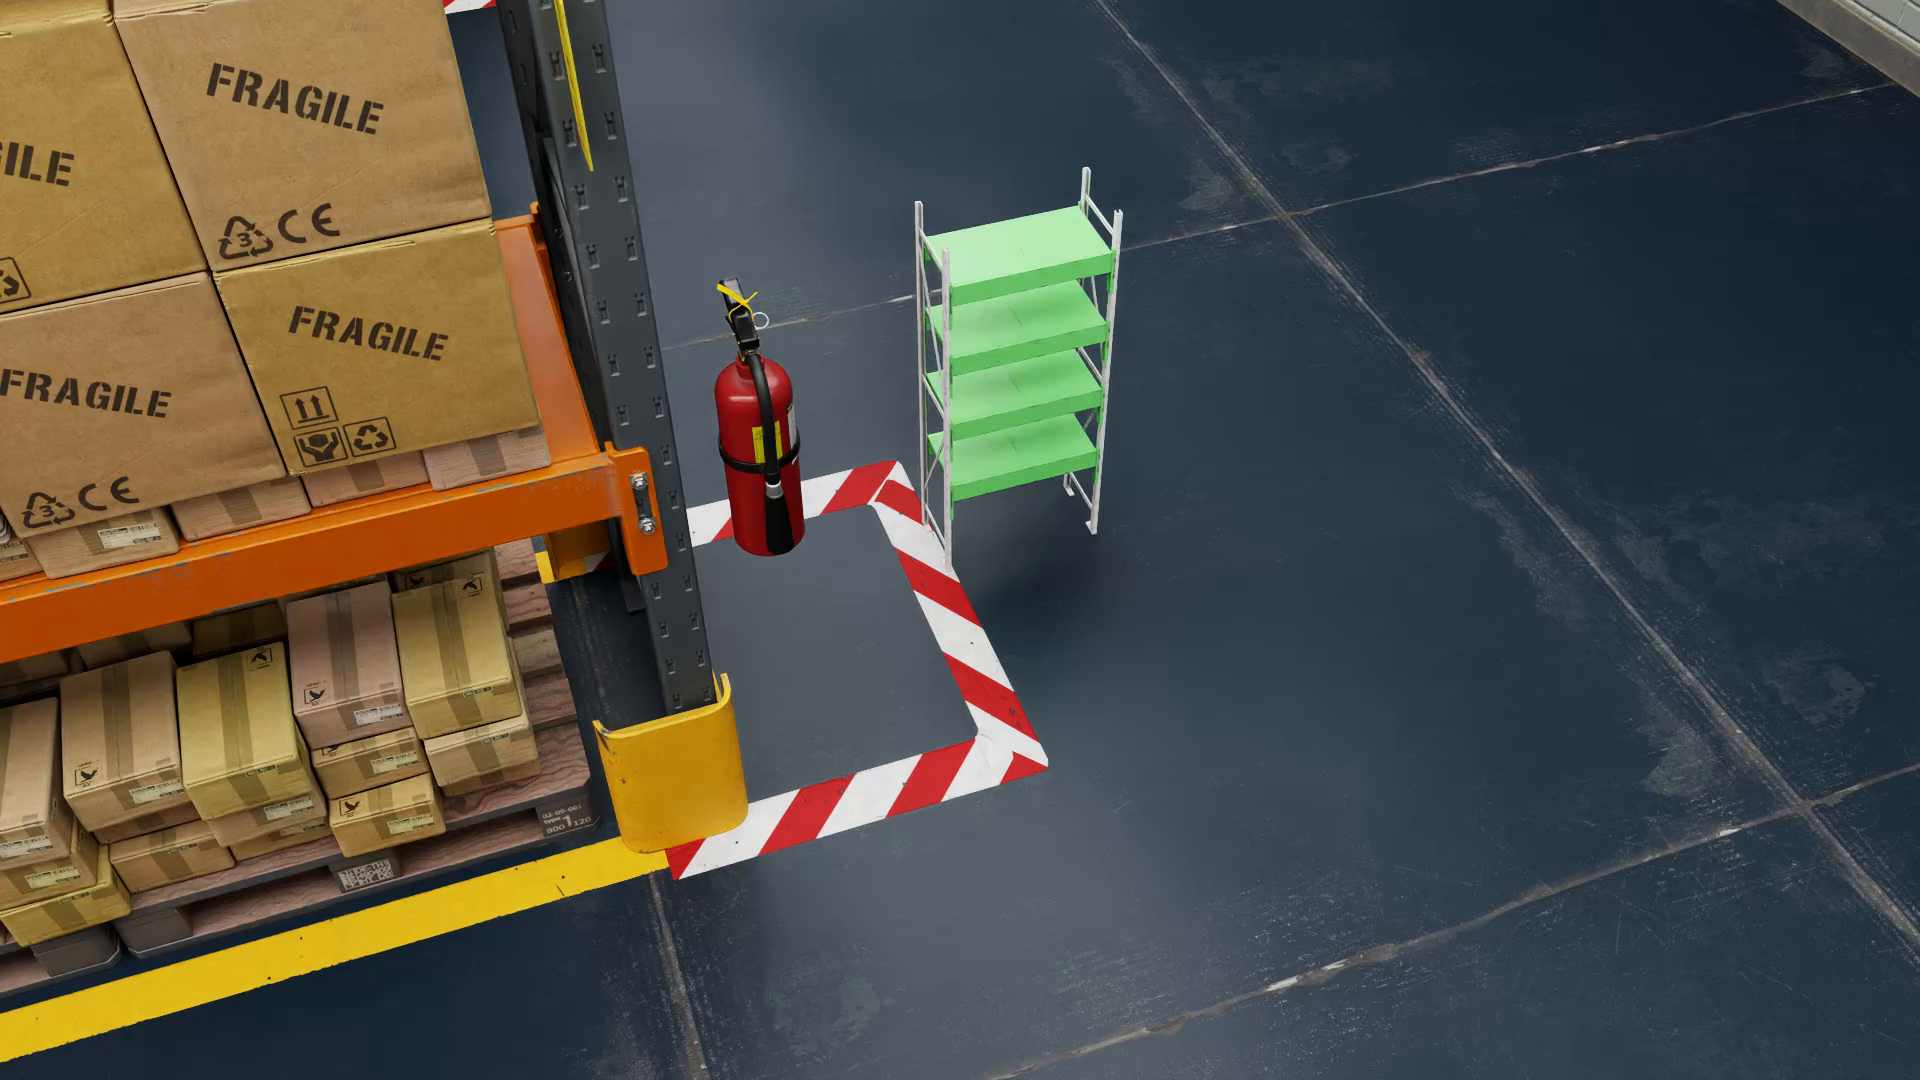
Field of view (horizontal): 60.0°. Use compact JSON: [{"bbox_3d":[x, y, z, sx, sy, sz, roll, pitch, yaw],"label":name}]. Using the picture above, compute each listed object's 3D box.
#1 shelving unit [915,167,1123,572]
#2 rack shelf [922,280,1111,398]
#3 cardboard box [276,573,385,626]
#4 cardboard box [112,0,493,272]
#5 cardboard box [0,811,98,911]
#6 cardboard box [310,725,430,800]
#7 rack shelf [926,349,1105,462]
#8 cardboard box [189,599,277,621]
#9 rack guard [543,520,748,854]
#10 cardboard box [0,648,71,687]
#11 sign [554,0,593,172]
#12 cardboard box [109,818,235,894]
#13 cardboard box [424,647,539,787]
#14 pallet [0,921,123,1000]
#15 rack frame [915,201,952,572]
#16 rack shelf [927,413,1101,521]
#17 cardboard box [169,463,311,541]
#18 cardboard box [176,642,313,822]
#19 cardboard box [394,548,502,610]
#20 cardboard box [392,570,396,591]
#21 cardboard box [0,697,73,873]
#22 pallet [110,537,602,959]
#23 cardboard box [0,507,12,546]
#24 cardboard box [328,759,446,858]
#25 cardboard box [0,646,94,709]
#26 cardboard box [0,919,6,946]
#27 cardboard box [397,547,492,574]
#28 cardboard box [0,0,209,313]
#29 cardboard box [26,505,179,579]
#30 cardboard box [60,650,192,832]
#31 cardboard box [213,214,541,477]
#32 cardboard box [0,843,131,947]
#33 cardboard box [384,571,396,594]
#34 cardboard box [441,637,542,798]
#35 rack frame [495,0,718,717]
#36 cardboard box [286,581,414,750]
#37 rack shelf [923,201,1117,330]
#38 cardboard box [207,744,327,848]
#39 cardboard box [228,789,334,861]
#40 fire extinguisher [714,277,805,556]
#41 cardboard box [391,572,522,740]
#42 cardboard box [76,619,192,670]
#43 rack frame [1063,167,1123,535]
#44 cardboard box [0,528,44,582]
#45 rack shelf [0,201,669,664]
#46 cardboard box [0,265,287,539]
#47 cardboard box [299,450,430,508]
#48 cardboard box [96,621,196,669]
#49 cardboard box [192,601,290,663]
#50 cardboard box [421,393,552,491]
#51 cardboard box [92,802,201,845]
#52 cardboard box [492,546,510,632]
[{"bbox_3d":[0.156,-0.463,4.865,0.503,1.200,0.258,-14,47,-14],"label":"shelving unit"},{"bbox_3d":[0.156,-0.588,4.740,0.480,0.148,0.258,-14,47,-14],"label":"rack shelf"},{"bbox_3d":[-1.672,0.034,4.395,0.250,0.149,0.380,-14,47,-13],"label":"cardboard box"},{"bbox_3d":[-1.191,-0.878,3.021,0.500,0.500,0.500,-15,47,-15],"label":"cardboard box"},{"bbox_3d":[-2.215,0.669,3.972,0.250,0.149,0.380,-14,47,-13],"label":"cardboard box"},{"bbox_3d":[-1.509,0.437,4.203,0.250,0.149,0.380,-15,47,-15],"label":"cardboard box"},{"bbox_3d":[0.156,-0.418,4.910,0.480,0.148,0.258,-14,47,-14],"label":"rack shelf"},{"bbox_3d":[-1.952,0.009,4.420,0.250,0.149,0.380,-14,47,-14],"label":"cardboard box"},{"bbox_3d":[-0.916,0.240,4.658,0.348,0.500,1.175,-14,47,-14],"label":"rack guard"},{"bbox_3d":[-2.421,0.184,4.245,0.250,0.149,0.380,-13,46,-12],"label":"cardboard box"},{"bbox_3d":[-0.675,-0.806,2.895,0.005,0.325,0.100,-14,47,-14],"label":"sign"},{"bbox_3d":[-1.982,0.667,4.184,0.250,0.149,0.380,-14,47,-13],"label":"cardboard box"},{"bbox_3d":[-1.244,0.410,4.230,0.250,0.149,0.380,-16,47,-15],"label":"cardboard box"},{"bbox_3d":[-2.838,0.805,4.299,1.213,0.211,1.003,-14,47,-14],"label":"pallet"},{"bbox_3d":[-0.074,-0.405,4.806,0.015,1.200,0.240,-14,47,-14],"label":"rack frame"},{"bbox_3d":[0.156,-0.249,5.080,0.480,0.148,0.258,-14,47,-14],"label":"rack shelf"},{"bbox_3d":[-1.533,-0.200,3.509,0.250,0.149,0.380,-15,47,-14],"label":"cardboard box"},{"bbox_3d":[-1.713,0.453,3.977,0.250,0.149,0.380,-15,47,-15],"label":"cardboard box"},{"bbox_3d":[-1.425,0.047,4.591,0.250,0.149,0.380,-13,46,-12],"label":"cardboard box"},{"bbox_3d":[-1.665,0.228,4.622,0.250,0.149,0.380,-15,47,-14],"label":"cardboard box"},{"bbox_3d":[-2.212,0.574,3.856,0.250,0.149,0.380,-13,46,-12],"label":"cardboard box"},{"bbox_3d":[-1.693,0.514,4.589,1.213,0.211,1.003,-14,47,-14],"label":"pallet"},{"bbox_3d":[-2.140,-0.273,3.123,0.500,0.500,0.500,-14,47,-14],"label":"cardboard box"},{"bbox_3d":[-1.477,0.592,4.258,0.250,0.149,0.380,-13,47,-13],"label":"cardboard box"},{"bbox_3d":[-2.397,0.310,4.330,0.250,0.149,0.380,-16,47,-16],"label":"cardboard box"},{"bbox_3d":[-2.465,0.822,4.029,0.250,0.149,0.380,-13,47,-13],"label":"cardboard box"},{"bbox_3d":[-1.453,-0.113,4.541,0.250,0.149,0.380,-16,47,-16],"label":"cardboard box"},{"bbox_3d":[-1.668,-0.756,2.899,0.500,0.500,0.500,-16,47,-15],"label":"cardboard box"},{"bbox_3d":[-1.765,-0.123,3.432,0.250,0.149,0.380,-13,47,-13],"label":"cardboard box"},{"bbox_3d":[-1.978,0.473,3.957,0.250,0.149,0.380,-16,47,-15],"label":"cardboard box"},{"bbox_3d":[-1.180,-0.521,3.371,0.500,0.500,0.500,-13,47,-13],"label":"cardboard box"},{"bbox_3d":[-2.201,0.770,4.081,0.250,0.149,0.380,-16,47,-16],"label":"cardboard box"},{"bbox_3d":[-1.702,0.076,4.563,0.250,0.149,0.380,-15,47,-14],"label":"cardboard box"},{"bbox_3d":[-1.269,0.463,4.387,0.250,0.149,0.380,-14,47,-13],"label":"cardboard box"},{"bbox_3d":[-0.845,-0.661,3.791,0.127,3.000,1.000,-14,47,-14],"label":"rack frame"},{"bbox_3d":[-1.513,0.306,4.124,0.250,0.149,0.380,-13,47,-13],"label":"cardboard box"},{"bbox_3d":[0.156,-0.757,4.570,0.480,0.148,0.258,-14,47,-14],"label":"rack shelf"},{"bbox_3d":[-1.733,0.536,4.105,0.250,0.149,0.380,-16,47,-15],"label":"cardboard box"},{"bbox_3d":[-1.755,0.598,4.252,0.250,0.149,0.380,-15,47,-14],"label":"cardboard box"},{"bbox_3d":[-0.451,-0.255,3.704,0.183,0.674,0.296,-14,47,-14],"label":"fire extinguisher"},{"bbox_3d":[-1.257,0.284,4.146,0.250,0.149,0.380,-14,47,-13],"label":"cardboard box"},{"bbox_3d":[-2.157,0.124,4.305,0.250,0.149,0.380,-16,47,-16],"label":"cardboard box"},{"bbox_3d":[0.385,-0.522,4.923,0.015,1.200,0.240,-14,47,-14],"label":"rack frame"},{"bbox_3d":[-2.023,-0.079,3.389,0.250,0.149,0.380,-16,47,-16],"label":"cardboard box"},{"bbox_3d":[-2.726,0.074,3.566,4.000,0.370,1.077,-14,47,-14],"label":"rack shelf"},{"bbox_3d":[-1.666,-0.401,3.251,0.500,0.500,0.500,-15,47,-15],"label":"cardboard box"},{"bbox_3d":[-1.302,-0.270,3.579,0.250,0.149,0.380,-14,47,-14],"label":"cardboard box"},{"bbox_3d":[-2.180,0.183,4.456,0.250,0.149,0.380,-13,47,-13],"label":"cardboard box"},{"bbox_3d":[-1.902,0.194,4.446,0.250,0.149,0.380,-14,47,-13],"label":"cardboard box"},{"bbox_3d":[-1.056,-0.305,3.614,0.250,0.149,0.380,-14,47,-14],"label":"cardboard box"},{"bbox_3d":[-2.020,0.532,4.109,0.250,0.149,0.380,-15,47,-14],"label":"cardboard box"},{"bbox_3d":[-1.446,0.110,4.739,0.250,0.149,0.380,-13,47,-13],"label":"cardboard box"}]
